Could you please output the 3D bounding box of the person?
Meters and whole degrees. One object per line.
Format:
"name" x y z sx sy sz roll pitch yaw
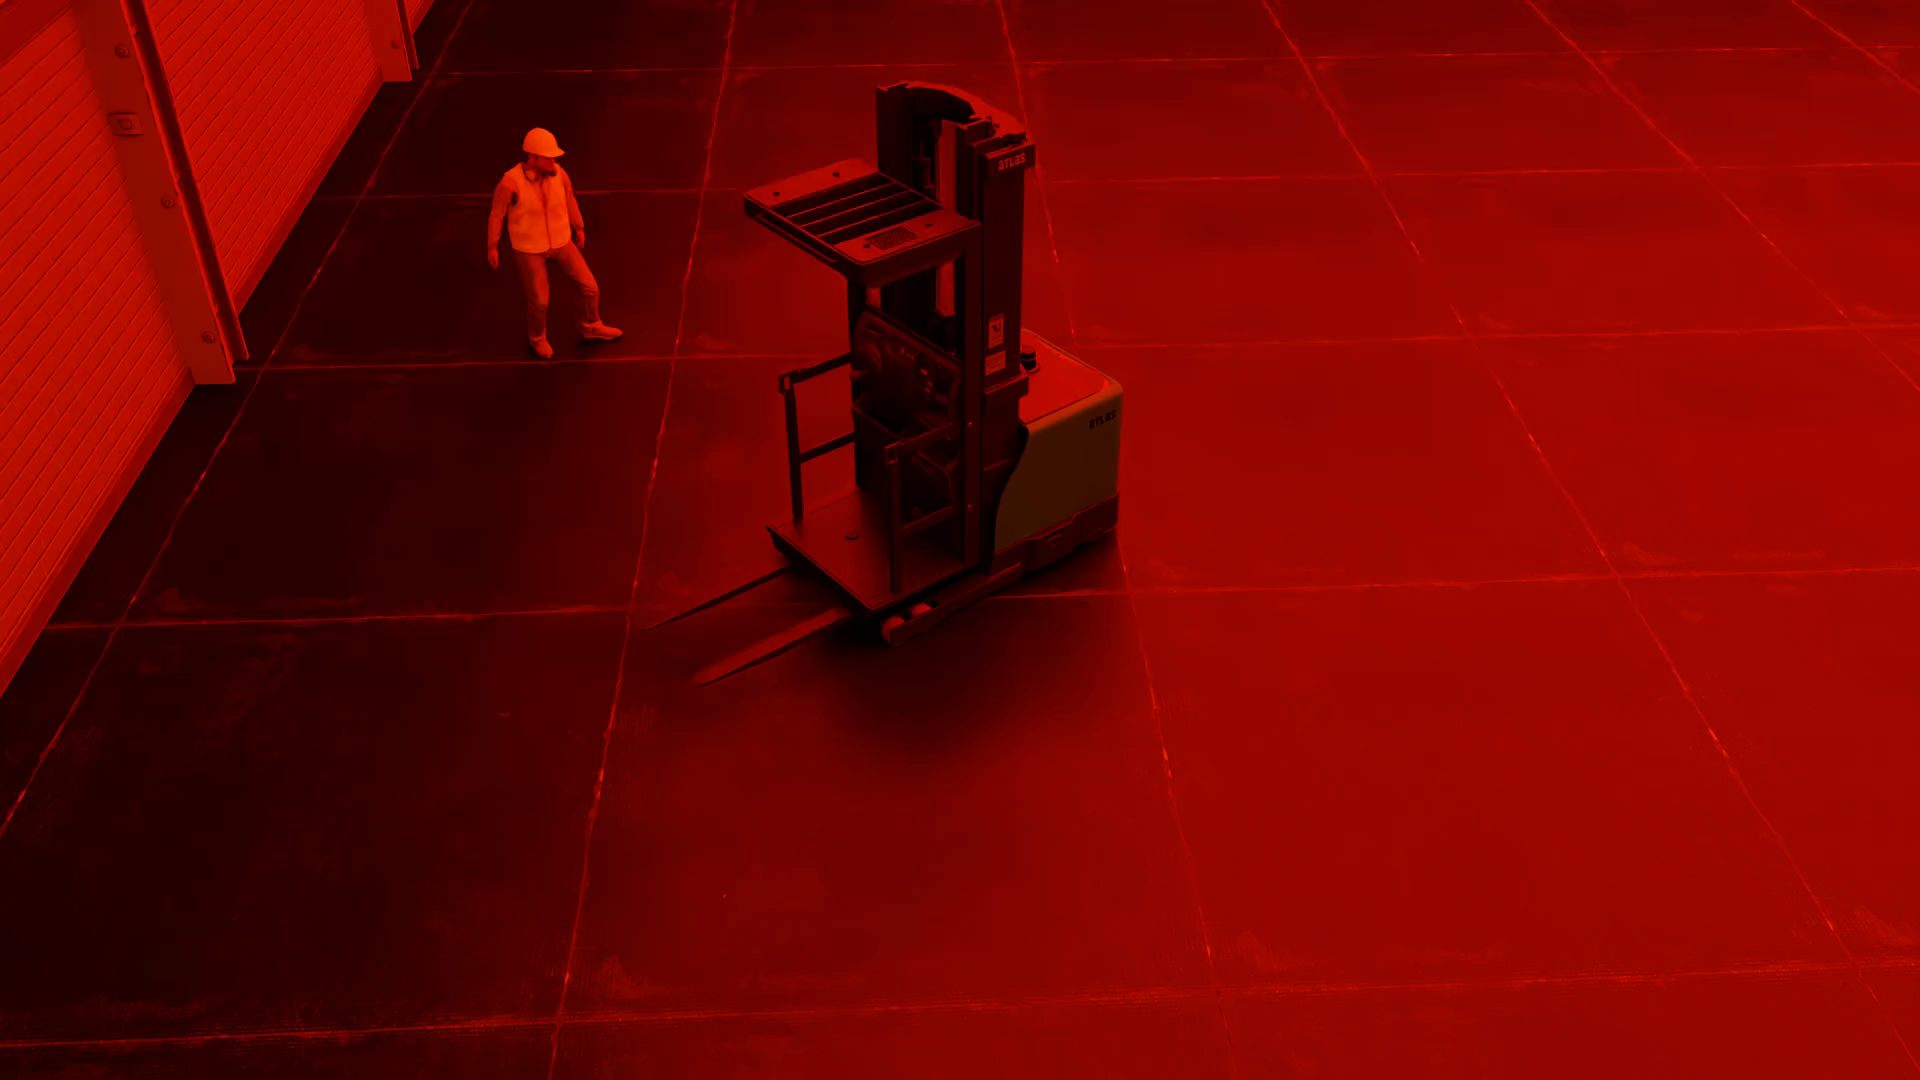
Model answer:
"person" -2.969 -2.141 11.978 0.857 1.743 0.466 -24 42 -29

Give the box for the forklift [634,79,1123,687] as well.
"forklift" -0.468 -0.923 9.278 3.031 2.935 1.130 -25 43 -31
